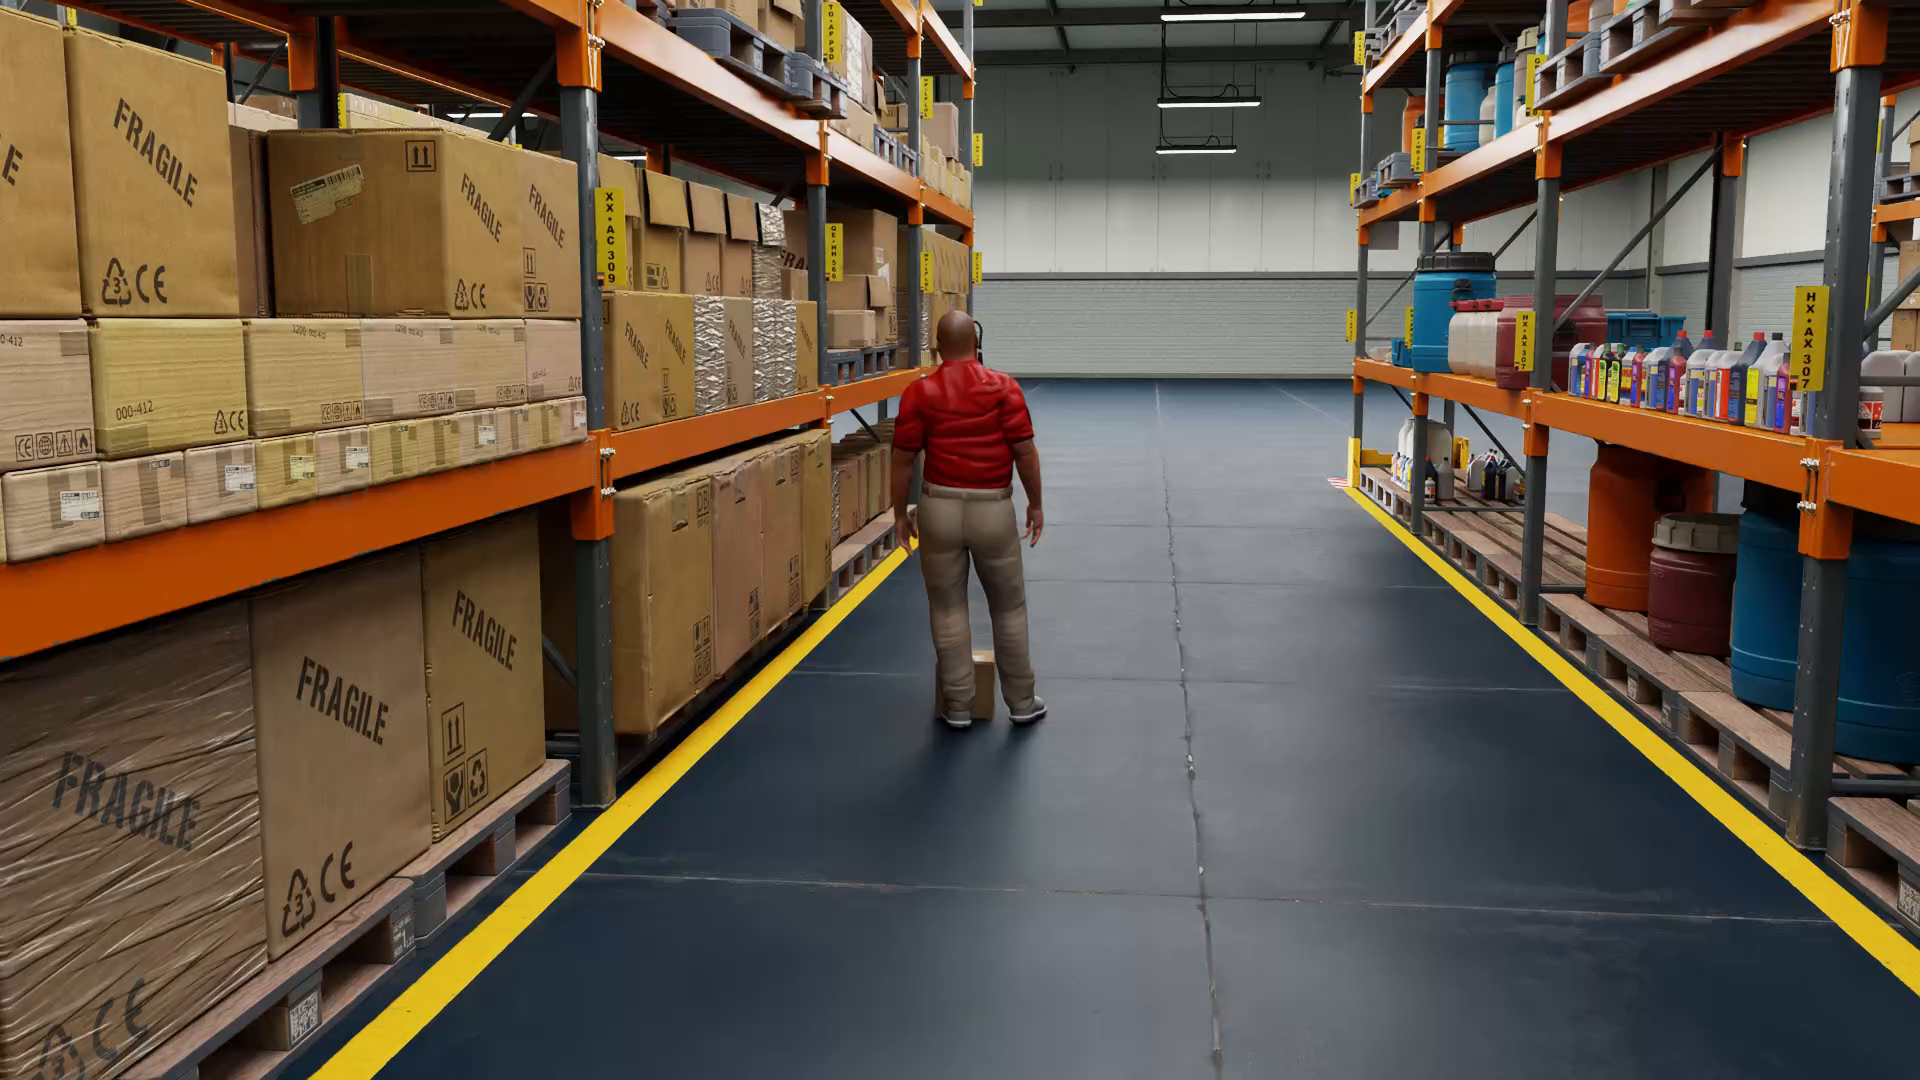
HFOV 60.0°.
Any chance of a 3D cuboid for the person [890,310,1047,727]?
[{"bbox_3d":[0.043,-0.086,6.939,0.639,1.727,0.551,1,8,4],"label":"person"}]
